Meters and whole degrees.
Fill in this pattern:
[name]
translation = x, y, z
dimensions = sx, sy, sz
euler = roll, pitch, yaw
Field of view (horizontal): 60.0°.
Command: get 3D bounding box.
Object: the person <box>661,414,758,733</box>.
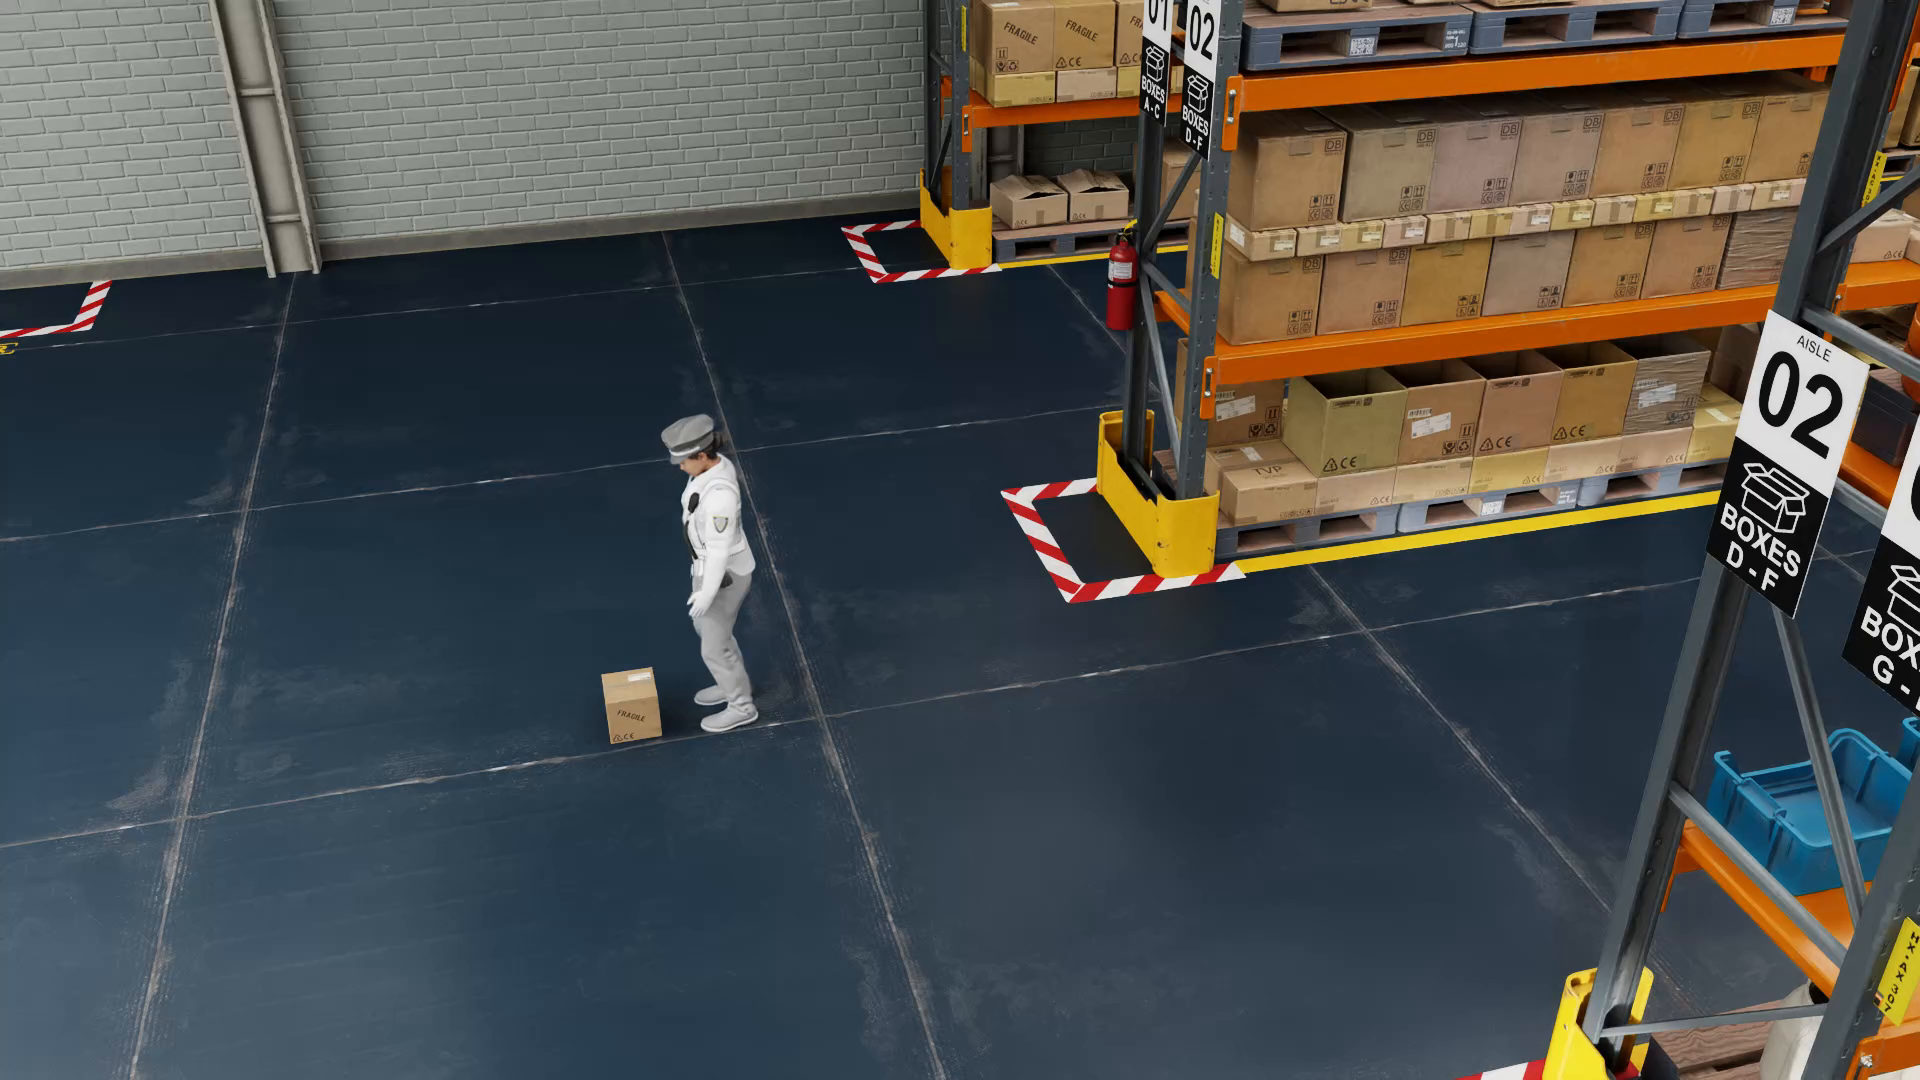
[person]
translation = -1.171, 0.171, 7.966
dimensions = 0.381, 1.652, 0.485
euler = -7, 31, -12
